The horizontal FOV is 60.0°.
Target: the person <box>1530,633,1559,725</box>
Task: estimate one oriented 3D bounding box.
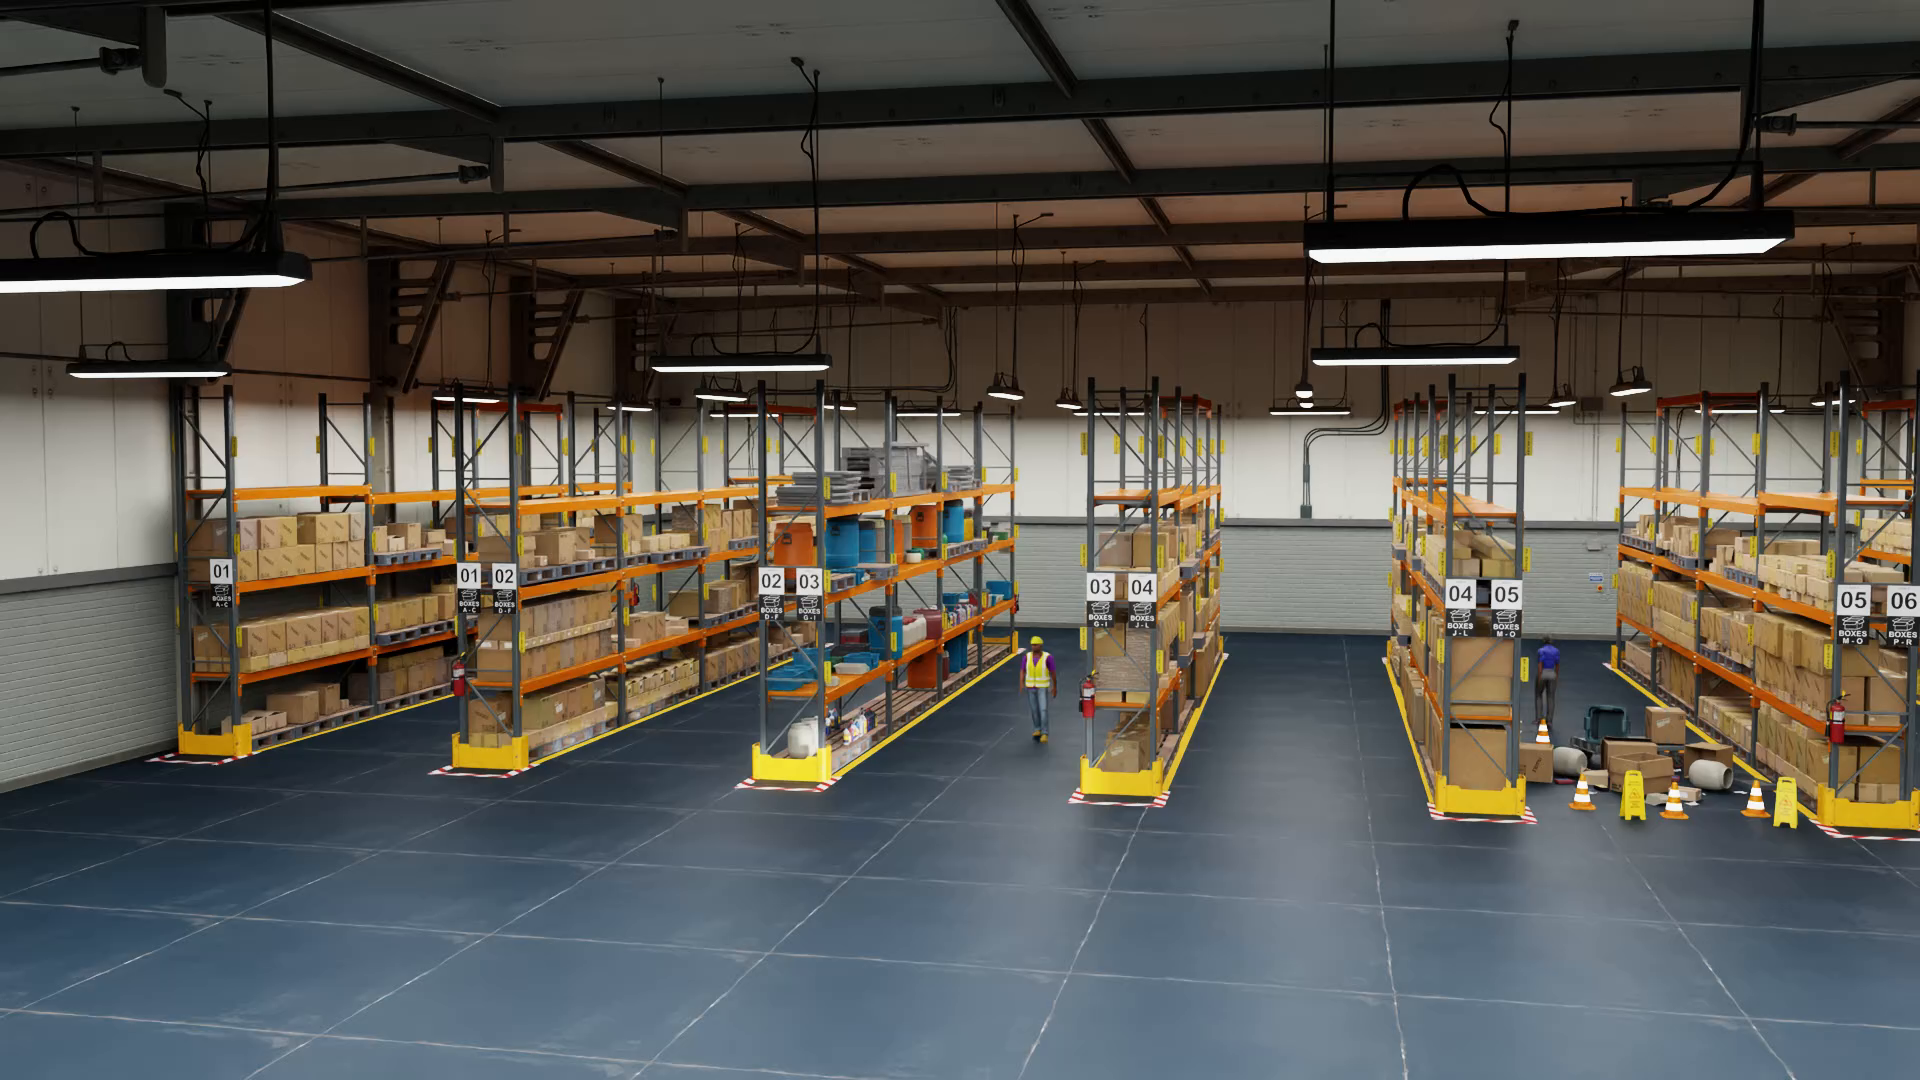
[{"bbox_3d":[10.567,2.526,29.950,0.441,1.686,0.684,0,3,9],"label":"person"}]

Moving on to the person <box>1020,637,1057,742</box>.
[{"bbox_3d":[1.316,2.525,28.385,0.646,1.738,0.813,2,4,26],"label":"person"}]
